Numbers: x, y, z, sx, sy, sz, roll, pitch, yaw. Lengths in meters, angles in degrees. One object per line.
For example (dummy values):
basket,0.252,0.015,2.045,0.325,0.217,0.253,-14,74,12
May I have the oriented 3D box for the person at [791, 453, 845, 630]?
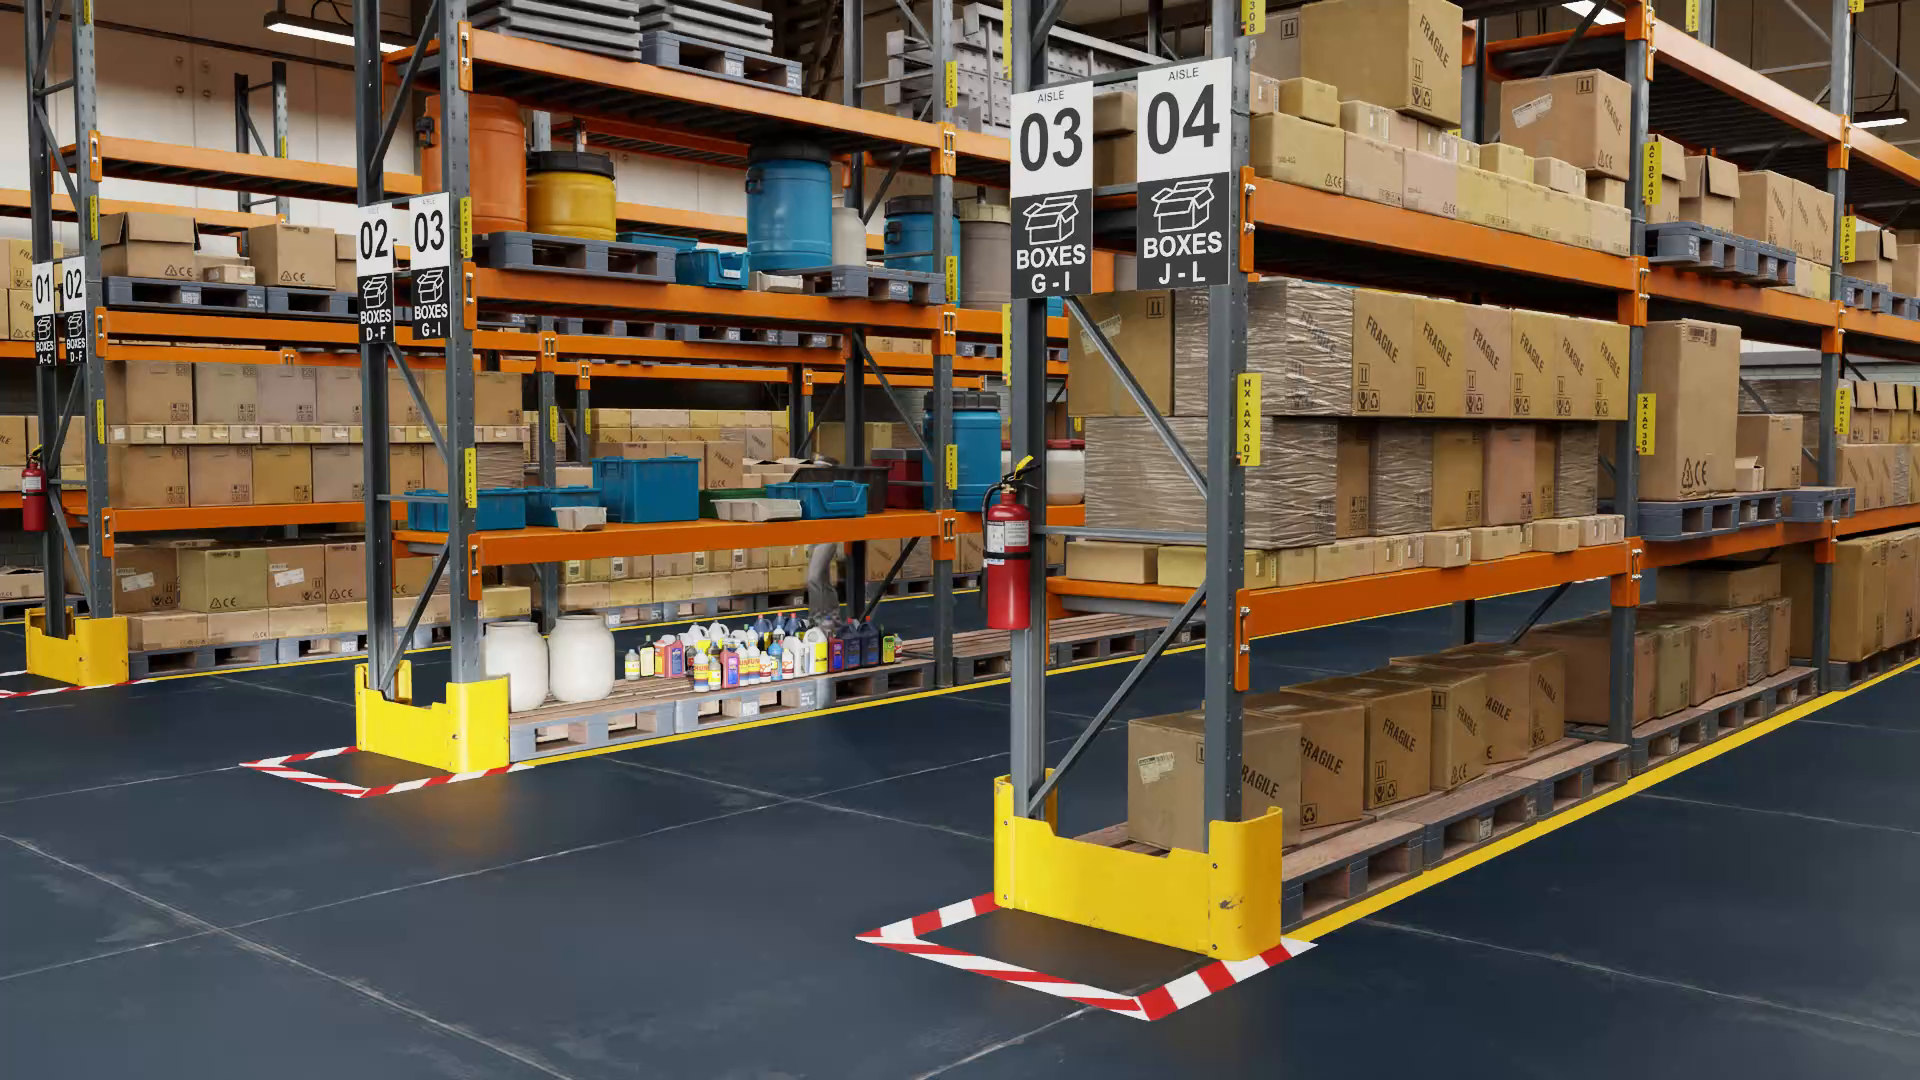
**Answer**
person,-1.331,0.067,15.462,0.585,1.747,0.491,-3,5,-38
